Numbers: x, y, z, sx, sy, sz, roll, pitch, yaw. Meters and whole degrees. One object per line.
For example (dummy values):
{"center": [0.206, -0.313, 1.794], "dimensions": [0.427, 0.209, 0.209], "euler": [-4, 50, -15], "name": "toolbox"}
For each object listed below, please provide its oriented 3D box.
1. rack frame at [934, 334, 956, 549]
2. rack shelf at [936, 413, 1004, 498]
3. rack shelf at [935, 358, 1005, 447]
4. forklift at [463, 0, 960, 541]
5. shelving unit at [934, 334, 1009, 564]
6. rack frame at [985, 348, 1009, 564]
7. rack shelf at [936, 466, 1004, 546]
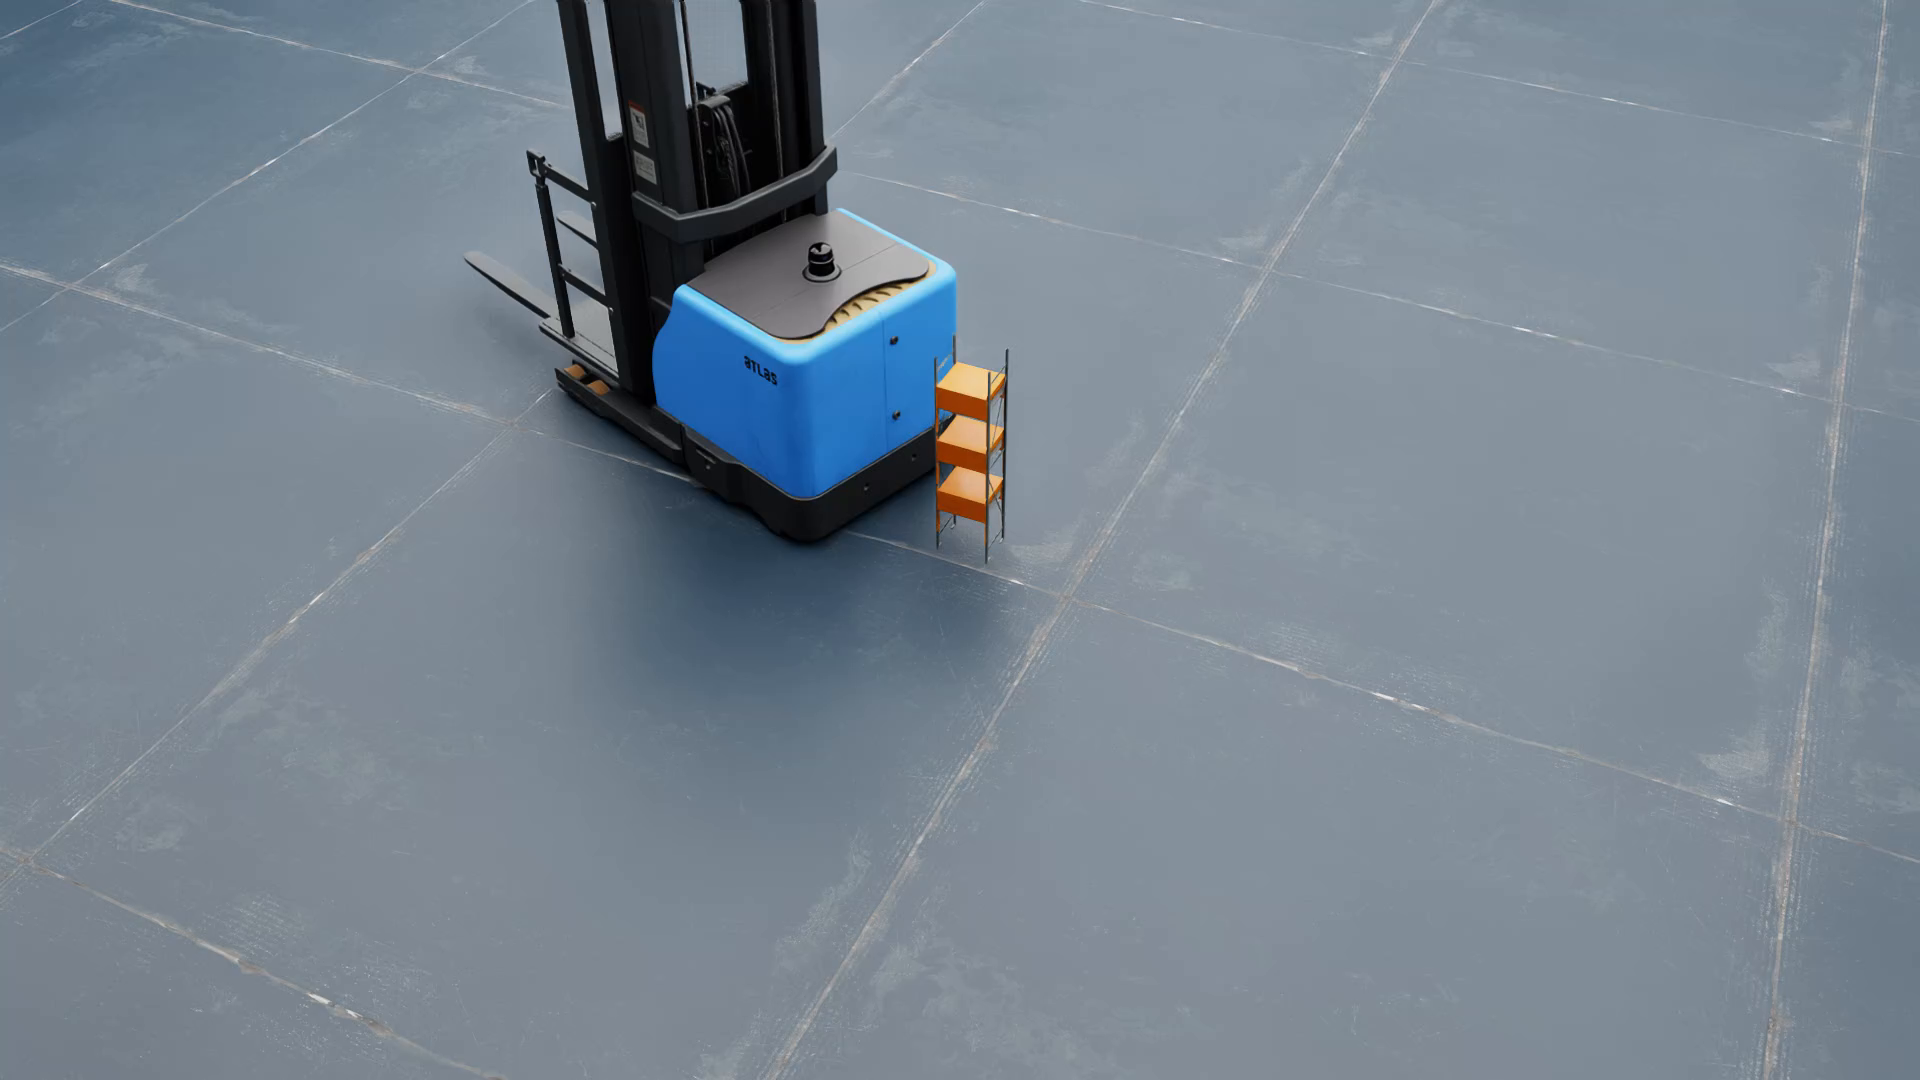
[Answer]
{"center": [-0.062, -0.416, 7.312], "dimensions": [0.008, 1.050, 0.200], "euler": [17, 44, 19], "name": "rack frame"}
{"center": [0.048, -0.374, 7.280], "dimensions": [0.240, 0.259, 0.215], "euler": [17, 44, 19], "name": "rack shelf"}
{"center": [0.048, -0.588, 7.094], "dimensions": [0.240, 0.259, 0.215], "euler": [17, 44, 19], "name": "rack shelf"}
{"center": [-1.404, -1.960, 7.657], "dimensions": [3.031, 2.935, 1.130], "euler": [33, 51, 32], "name": "forklift"}
{"center": [0.048, -0.382, 7.273], "dimensions": [0.252, 1.050, 0.215], "euler": [17, 44, 19], "name": "shelving unit"}
{"center": [0.159, -0.348, 7.234], "dimensions": [0.008, 1.050, 0.200], "euler": [17, 44, 19], "name": "rack frame"}
{"center": [0.048, -0.164, 7.462], "dimensions": [0.240, 0.259, 0.215], "euler": [17, 44, 19], "name": "rack shelf"}
